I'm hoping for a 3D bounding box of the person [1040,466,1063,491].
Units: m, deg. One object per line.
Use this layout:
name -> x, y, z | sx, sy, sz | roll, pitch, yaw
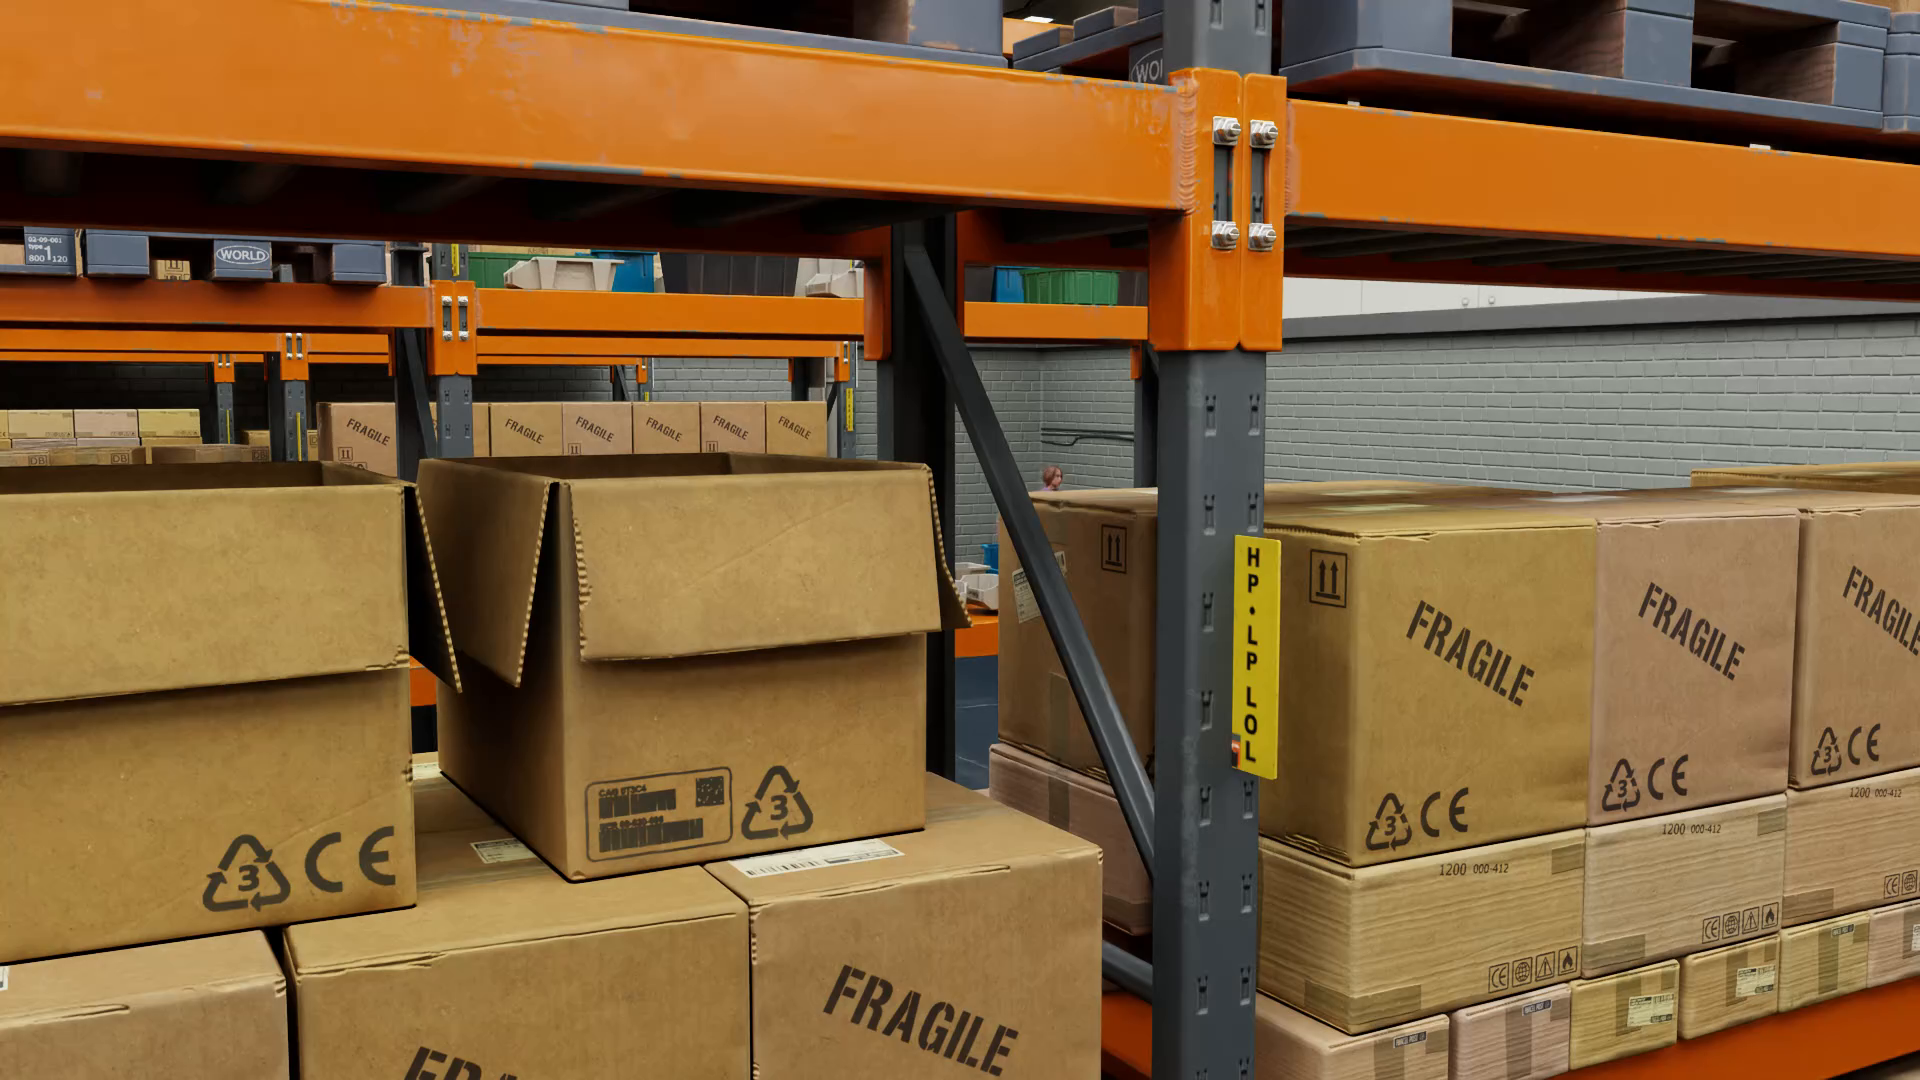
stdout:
person -> 1.061, 0.022, 17.318 | 0.718, 1.582, 0.470 | 5, 7, 43
